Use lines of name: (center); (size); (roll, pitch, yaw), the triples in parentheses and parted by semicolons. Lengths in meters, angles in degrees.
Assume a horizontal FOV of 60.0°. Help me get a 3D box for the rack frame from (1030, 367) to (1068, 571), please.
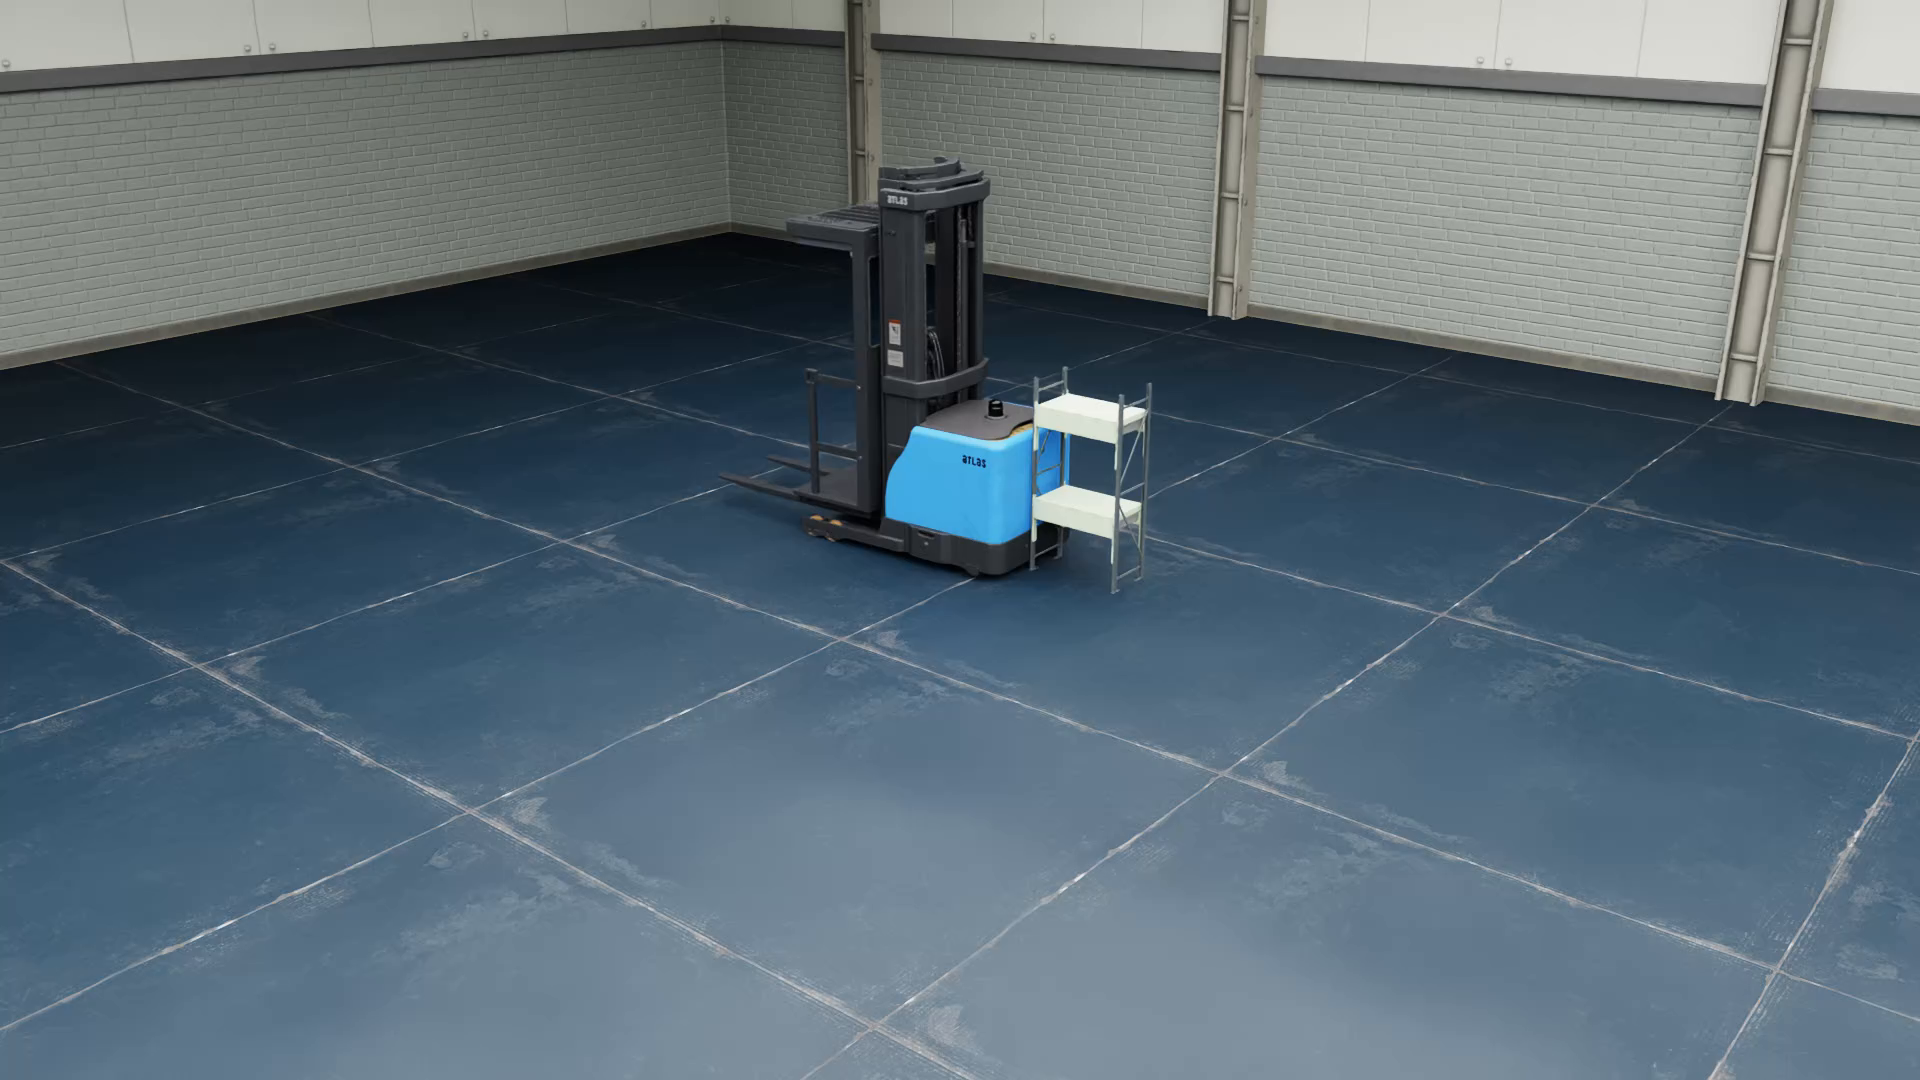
rack frame: (0.661, -0.525, 12.423); (0.023, 1.500, 0.400); (16, 26, 35)

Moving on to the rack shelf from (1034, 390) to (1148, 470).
rack shelf: (0.951, -0.808, 12.074); (0.720, 0.370, 0.431); (16, 26, 35)

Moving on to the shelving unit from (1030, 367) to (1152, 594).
shelving unit: (0.950, -0.444, 12.213); (0.755, 1.500, 0.431); (16, 26, 35)

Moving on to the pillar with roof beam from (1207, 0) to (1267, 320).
pillar with roof beam: (0.579, -5.805, 15.807); (0.400, 9.000, 9.100); (16, 26, 36)

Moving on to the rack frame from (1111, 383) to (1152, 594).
rack frame: (1.238, -0.362, 12.002); (0.023, 1.500, 0.400); (16, 26, 35)

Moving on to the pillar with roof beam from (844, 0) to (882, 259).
pillar with roof beam: (-4.069, -7.143, 19.357); (0.400, 9.000, 9.100); (16, 26, 36)

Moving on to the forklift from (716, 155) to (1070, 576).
forklift: (-0.635, -1.495, 12.979); (3.031, 2.935, 1.130); (14, 25, 33)

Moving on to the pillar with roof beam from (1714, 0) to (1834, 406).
pillar with roof beam: (5.227, -4.466, 12.257); (0.400, 9.000, 9.100); (16, 26, 36)

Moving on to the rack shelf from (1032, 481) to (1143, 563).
rack shelf: (0.948, -0.139, 12.329); (0.720, 0.370, 0.431); (16, 26, 35)
